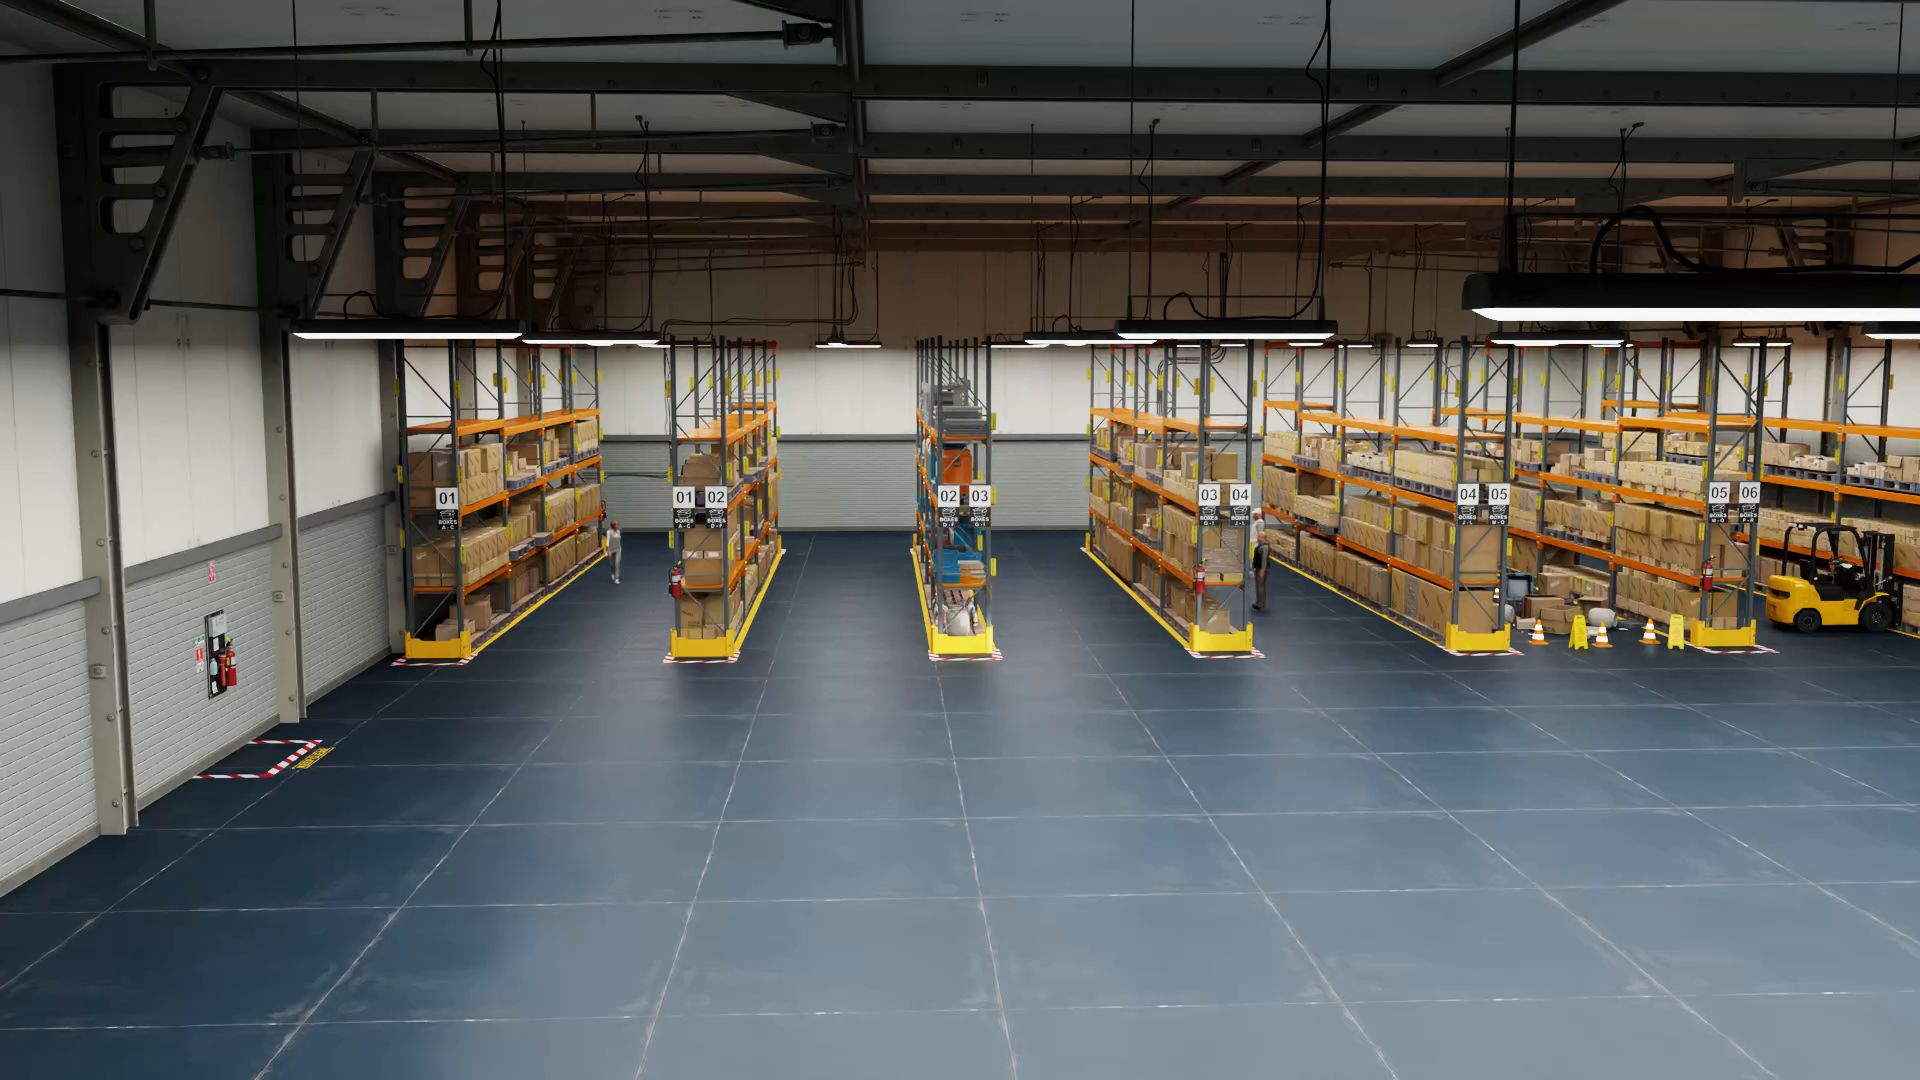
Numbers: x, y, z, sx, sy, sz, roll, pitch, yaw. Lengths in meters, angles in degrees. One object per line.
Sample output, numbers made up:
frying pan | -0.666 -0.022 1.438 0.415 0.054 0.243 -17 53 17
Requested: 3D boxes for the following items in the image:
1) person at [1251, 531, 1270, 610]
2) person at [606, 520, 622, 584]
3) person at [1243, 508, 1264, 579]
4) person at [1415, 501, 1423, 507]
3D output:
person | 6.686 0.665 37.036 0.439 1.731 0.529 3 7 21
person | -8.553 0.274 41.130 0.396 1.556 0.823 -1 7 -10
person | 7.374 0.086 41.810 0.512 1.798 0.564 1 7 6
person | 12.441 -0.267 45.073 0.442 1.776 0.557 2 7 14
